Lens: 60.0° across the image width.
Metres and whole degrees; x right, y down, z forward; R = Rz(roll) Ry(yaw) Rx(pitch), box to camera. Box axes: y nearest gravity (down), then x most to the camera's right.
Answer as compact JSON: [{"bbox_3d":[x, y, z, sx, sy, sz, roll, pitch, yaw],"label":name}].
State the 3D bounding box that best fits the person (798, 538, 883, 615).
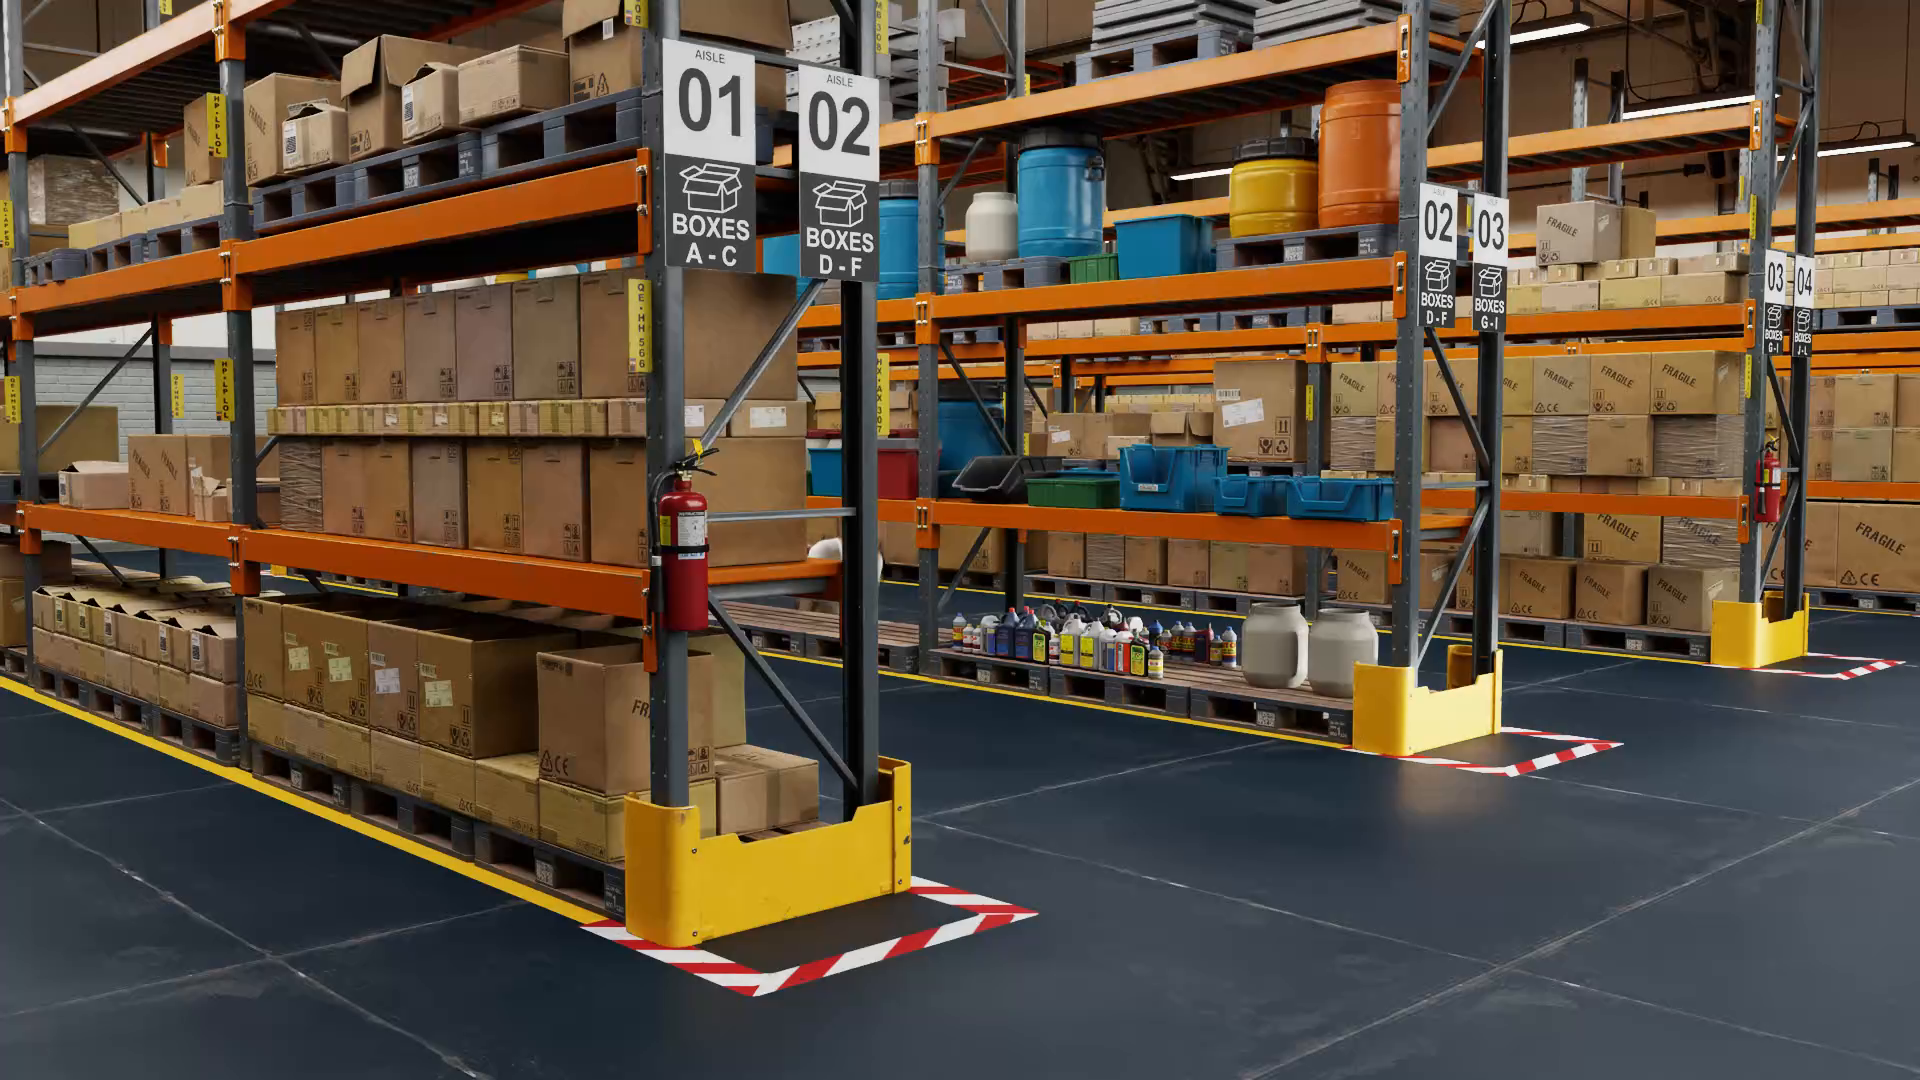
[{"bbox_3d":[-1.113,0.402,15.188,0.957,0.885,0.591,4,5,44],"label":"person"}]
